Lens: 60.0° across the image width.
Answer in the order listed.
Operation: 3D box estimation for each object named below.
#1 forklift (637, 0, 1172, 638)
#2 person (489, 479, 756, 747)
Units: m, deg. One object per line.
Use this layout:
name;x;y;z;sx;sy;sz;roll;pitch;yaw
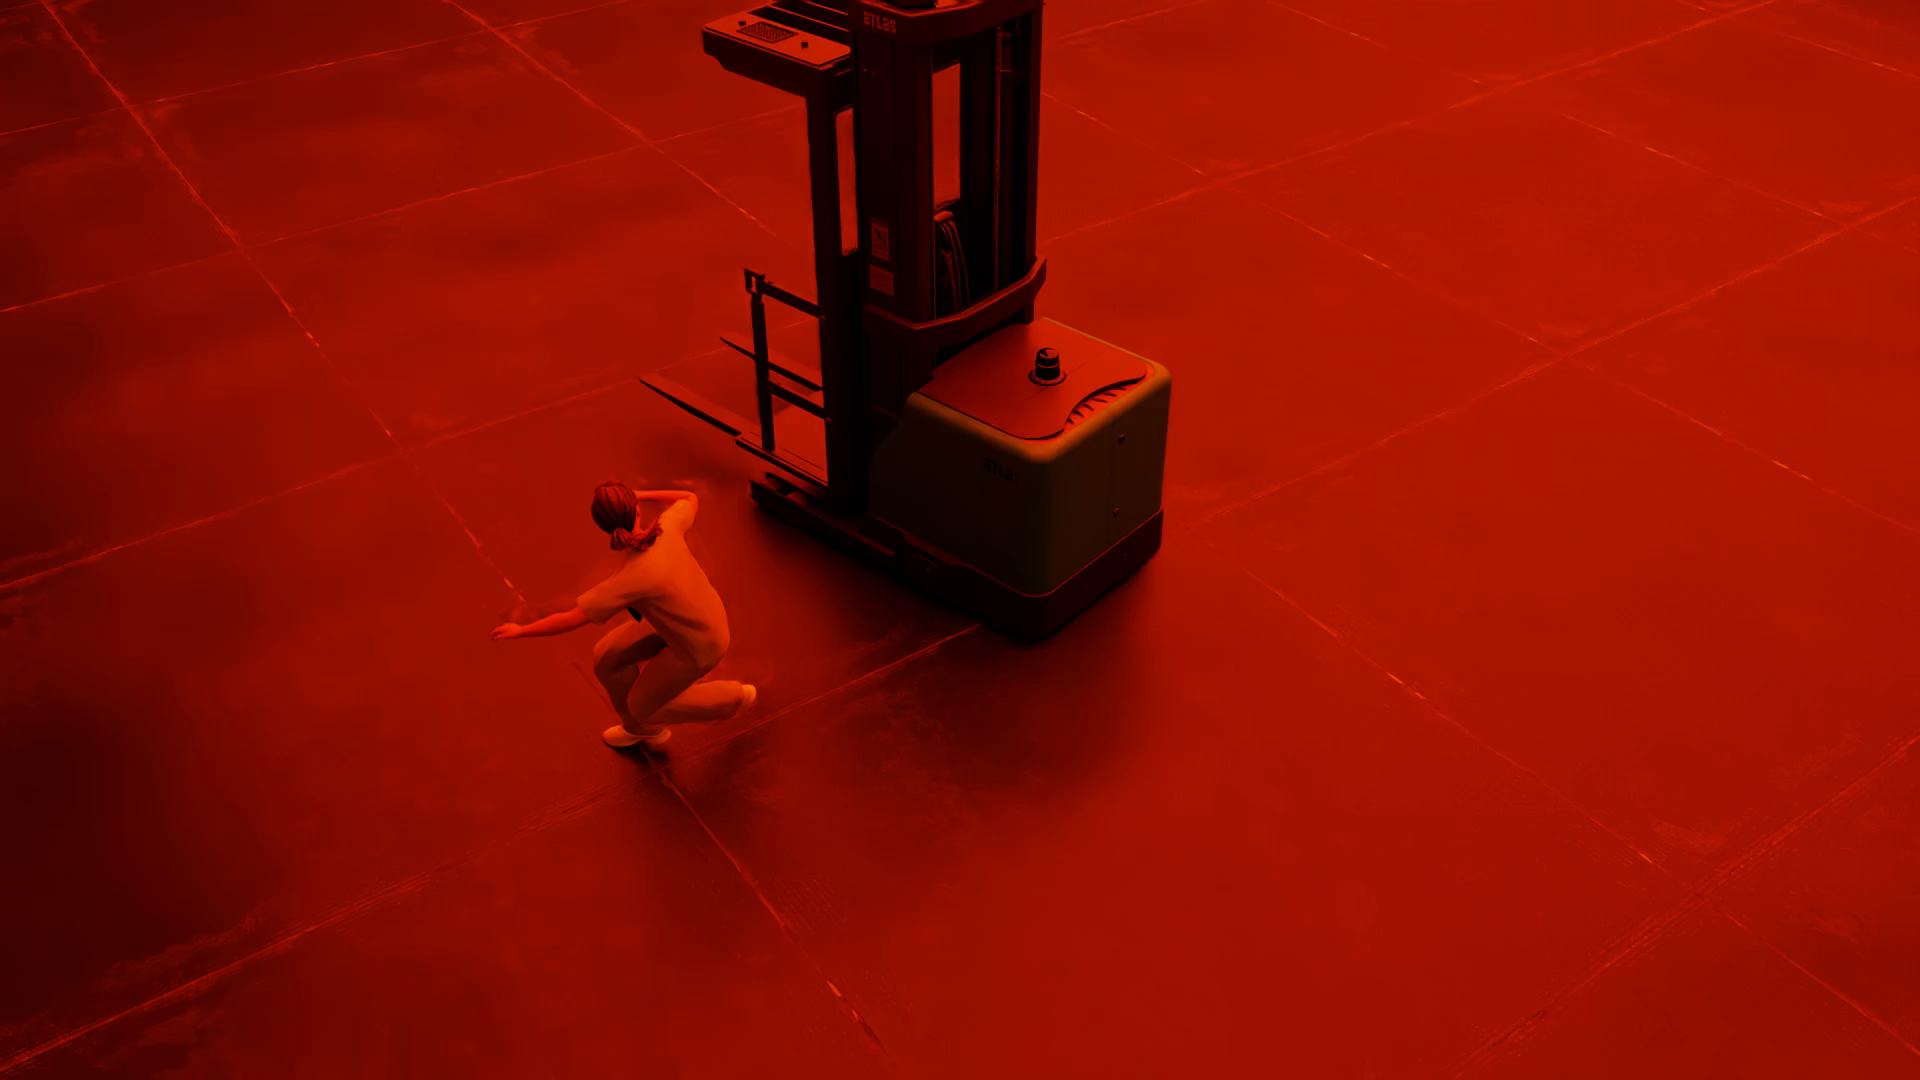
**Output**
forklift;-0.443;-1.470;7.933;3.031;2.935;1.130;27;44;32
person;-1.381;0.303;6.828;1.016;1.383;0.698;-4;37;-5
